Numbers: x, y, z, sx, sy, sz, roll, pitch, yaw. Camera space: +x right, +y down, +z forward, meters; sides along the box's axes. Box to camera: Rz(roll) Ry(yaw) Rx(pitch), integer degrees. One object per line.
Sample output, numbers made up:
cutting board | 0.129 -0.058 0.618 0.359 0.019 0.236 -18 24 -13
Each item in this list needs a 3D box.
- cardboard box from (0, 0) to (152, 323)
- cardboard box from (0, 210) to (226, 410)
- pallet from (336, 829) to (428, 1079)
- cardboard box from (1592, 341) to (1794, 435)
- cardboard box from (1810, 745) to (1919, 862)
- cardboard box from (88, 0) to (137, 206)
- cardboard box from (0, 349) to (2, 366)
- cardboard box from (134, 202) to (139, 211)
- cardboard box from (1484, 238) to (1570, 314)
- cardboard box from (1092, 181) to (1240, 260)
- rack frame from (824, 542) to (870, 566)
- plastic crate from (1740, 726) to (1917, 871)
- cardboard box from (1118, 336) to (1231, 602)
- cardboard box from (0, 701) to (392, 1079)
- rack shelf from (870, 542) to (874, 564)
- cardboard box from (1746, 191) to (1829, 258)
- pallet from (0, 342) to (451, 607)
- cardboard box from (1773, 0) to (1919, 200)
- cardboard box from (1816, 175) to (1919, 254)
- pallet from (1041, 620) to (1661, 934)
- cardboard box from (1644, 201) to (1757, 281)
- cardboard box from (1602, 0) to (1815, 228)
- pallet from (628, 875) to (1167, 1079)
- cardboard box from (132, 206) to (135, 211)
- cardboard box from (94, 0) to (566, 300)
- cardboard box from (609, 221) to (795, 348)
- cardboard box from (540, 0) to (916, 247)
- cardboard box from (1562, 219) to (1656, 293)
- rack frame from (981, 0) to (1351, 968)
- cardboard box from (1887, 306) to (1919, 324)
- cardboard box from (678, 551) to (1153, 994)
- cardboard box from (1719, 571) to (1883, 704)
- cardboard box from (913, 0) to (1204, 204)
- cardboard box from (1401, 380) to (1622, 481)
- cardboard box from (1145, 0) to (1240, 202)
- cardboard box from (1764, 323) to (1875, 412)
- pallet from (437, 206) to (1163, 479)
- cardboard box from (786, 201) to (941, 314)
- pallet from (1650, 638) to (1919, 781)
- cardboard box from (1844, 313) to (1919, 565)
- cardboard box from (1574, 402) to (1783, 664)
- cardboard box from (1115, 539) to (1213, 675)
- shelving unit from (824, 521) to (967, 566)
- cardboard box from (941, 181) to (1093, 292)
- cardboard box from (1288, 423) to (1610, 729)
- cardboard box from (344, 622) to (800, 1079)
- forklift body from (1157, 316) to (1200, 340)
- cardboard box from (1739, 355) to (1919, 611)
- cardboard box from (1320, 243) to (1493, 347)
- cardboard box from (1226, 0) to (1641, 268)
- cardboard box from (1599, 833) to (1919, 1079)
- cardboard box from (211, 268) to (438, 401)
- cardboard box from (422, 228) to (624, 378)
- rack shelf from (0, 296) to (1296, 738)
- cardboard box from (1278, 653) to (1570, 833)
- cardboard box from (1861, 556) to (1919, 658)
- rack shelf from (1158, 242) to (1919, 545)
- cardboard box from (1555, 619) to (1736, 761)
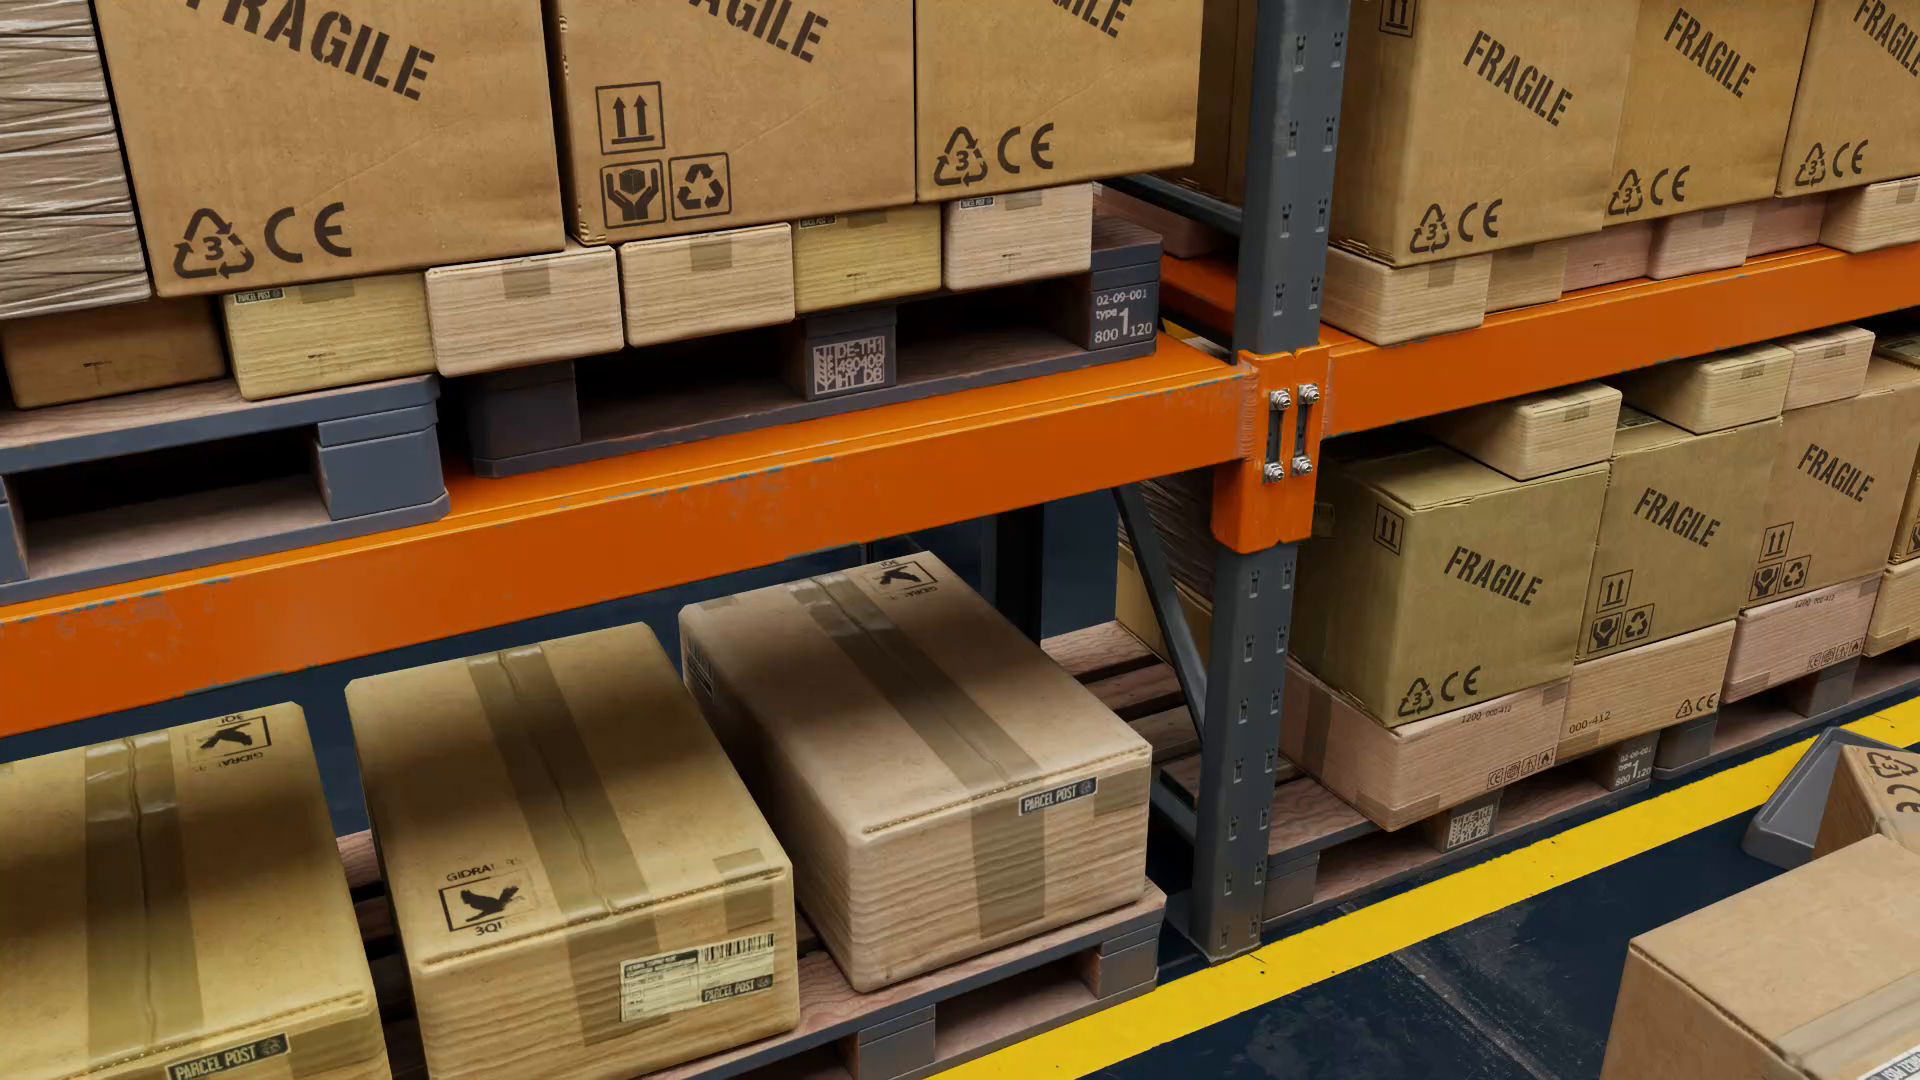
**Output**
cardboard box | -1.319 -0.552 1.989 0.500 0.500 0.500 -14 29 -27
cardboard box | -1.175 -0.325 2.267 0.250 0.149 0.380 -14 29 -27
pallet | -1.427 0.990 2.944 1.213 0.211 1.003 -13 29 -25
cardboard box | 1.576 -0.381 3.655 0.250 0.149 0.380 -12 28 -23
cardboard box | 1.923 0.751 3.105 0.500 0.500 0.500 5 26 11
cardboard box | -1.544 -0.752 2.407 0.500 0.500 0.500 -14 29 -27
cardboard box | -1.369 -0.243 2.096 0.250 0.149 0.380 -12 28 -23
cardboard box | -1.203 -0.540 2.714 0.250 0.149 0.380 -13 28 -25
cardboard box | 0.965 -0.576 3.274 0.250 0.149 0.380 -12 28 -24
cardboard box | 0.477 -0.745 3.626 0.250 0.149 0.380 -13 29 -26
rack frame | -0.361 -0.863 4.622 0.015 2.100 0.400 -13 29 -25
plastic crate | 2.108 0.633 3.838 0.402 0.080 0.583 21 33 37
cardboard box | 0.733 -0.187 3.999 0.500 0.500 0.500 -13 29 -26
cardboard box | -1.370 0.717 2.842 0.625 0.372 0.950 -12 28 -23
rack shelf | -0.146 -0.270 5.034 0.480 0.518 0.431 -13 29 -25
cardboard box | 1.640 -0.745 3.626 0.250 0.149 0.380 -13 29 -25
pallet | -1.465 -0.194 2.410 1.213 0.211 1.003 -13 29 -25
cardboard box | 1.738 -1.047 3.506 0.500 0.500 0.500 -13 29 -26
cardboard box | 1.899 -0.762 3.661 0.250 0.149 0.380 -13 28 -25
pallet | 0.913 0.431 4.109 1.213 0.211 1.003 -13 29 -25
cardboard box | 1.419 -0.679 3.488 0.250 0.149 0.380 -12 28 -24
cardboard box | 1.289 -0.950 3.303 0.500 0.500 0.500 -13 29 -25
pallet | -0.349 0.740 3.465 1.213 0.211 1.003 -13 29 -25
cardboard box | -3.145 -1.424 7.009 0.625 0.625 0.875 -13 29 -26
cardboard box | -0.858 -0.659 2.212 0.500 0.500 0.500 -12 28 -23
cardboard box | -0.439 -0.429 2.483 0.250 0.149 0.380 -14 29 -26
cardboard box | -0.399 -0.761 2.426 0.500 0.500 0.500 -13 28 -25
cardboard box | 1.185 -0.642 3.411 0.250 0.149 0.380 -13 29 -25
rack frame | 0.337 -0.676 3.193 0.127 3.000 1.000 -13 29 -25
cardboard box | 2.534 -0.605 4.120 0.250 0.149 0.380 -12 28 -23
cardboard box | -0.124 0.427 3.446 0.625 0.372 0.950 -13 28 -24
cardboard box | 1.917 0.135 4.195 0.500 0.250 0.500 -13 29 -26
cardboard box | 0.038 -0.863 2.637 0.500 0.500 0.500 -14 29 -26
cardboard box | 1.123 -0.276 3.435 0.250 0.149 0.380 -13 28 -24
cardboard box | 0.612 -1.041 3.493 0.500 0.500 0.500 -14 29 -26
cardboard box | 1.812 -0.437 3.771 0.250 0.149 0.380 -11 28 -22
pallet | -0.406 -0.490 3.026 1.213 0.211 1.003 -13 29 -25
cardboard box | -0.228 -0.495 2.621 0.250 0.149 0.380 -14 29 -27
pallet | 1.991 0.180 4.630 1.213 0.211 1.003 -13 29 -25
cardboard box | 2.375 -0.308 4.252 0.500 0.500 0.500 -14 29 -26
cardboard box | 1.452 -0.095 3.807 0.500 0.500 0.500 -12 28 -23
cardboard box | 0.732 0.151 4.162 0.500 0.250 0.500 -12 28 -23
shelving unit | -0.146 -0.913 4.725 0.503 2.100 0.431 -13 29 -25
cardboard box | 0.013 -0.542 2.718 0.250 0.149 0.380 -13 28 -24
cardboard box | 0.985 0.019 3.570 0.500 0.500 0.500 -12 28 -23
cardboard box | -0.757 0.575 3.138 0.625 0.372 0.950 -11 28 -22
forklift body | 0.713 -1.920 6.764 1.214 2.155 2.313 -13 29 -25
cardboard box | 1.910 -0.200 4.025 0.500 0.500 0.500 -11 28 -22
cardboard box | 0.766 -0.505 3.126 0.250 0.149 0.380 -13 29 -25
cardboard box | 0.857 -0.839 3.072 0.500 0.500 0.500 -13 29 -25
cardboard box | 1.201 0.783 2.167 0.500 0.500 0.500 -13 29 -25
cardboard box | -0.894 -0.340 2.297 0.250 0.149 0.380 -13 29 -25
cardboard box | -0.662 -0.376 2.372 0.250 0.149 0.380 -13 28 -25
rack shelf | -1.428 0.055 2.500 4.000 0.370 1.077 -13 29 -25
cardboard box | 0.985 0.357 3.733 0.500 0.250 0.500 -14 29 -27
cardboard box | 2.360 0.038 4.397 0.500 0.250 0.500 -14 29 -27
rack shelf | 2.102 -0.759 4.197 4.000 0.370 1.077 -13 29 -25
cardboard box | 1.451 0.244 3.968 0.500 0.250 0.500 -11 28 -22
